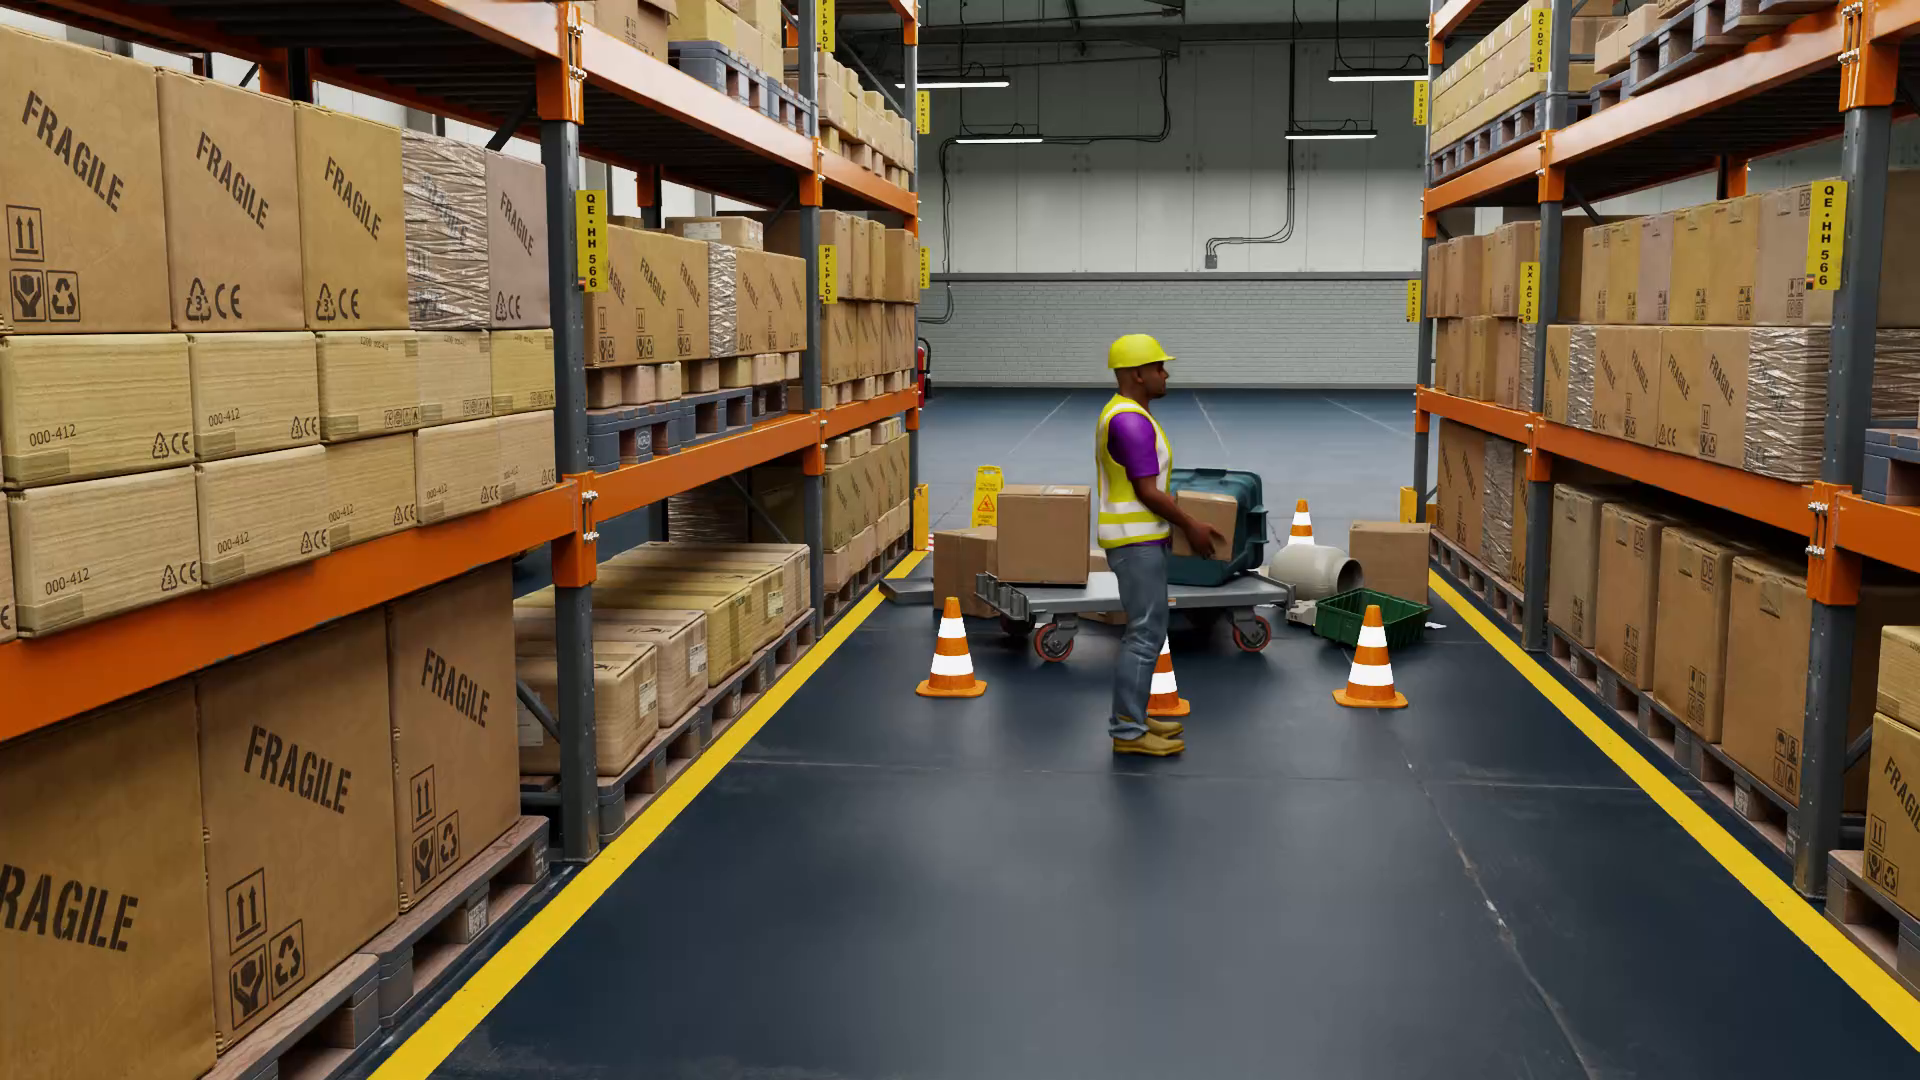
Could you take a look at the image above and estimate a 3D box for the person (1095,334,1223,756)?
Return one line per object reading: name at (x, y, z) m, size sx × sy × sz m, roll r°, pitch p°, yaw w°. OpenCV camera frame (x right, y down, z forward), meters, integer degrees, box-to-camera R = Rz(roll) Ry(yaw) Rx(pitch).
person at (0.844, 0.012, 7.102) m, size 0.541 × 1.769 × 0.548 m, roll 1°, pitch 8°, yaw 6°
